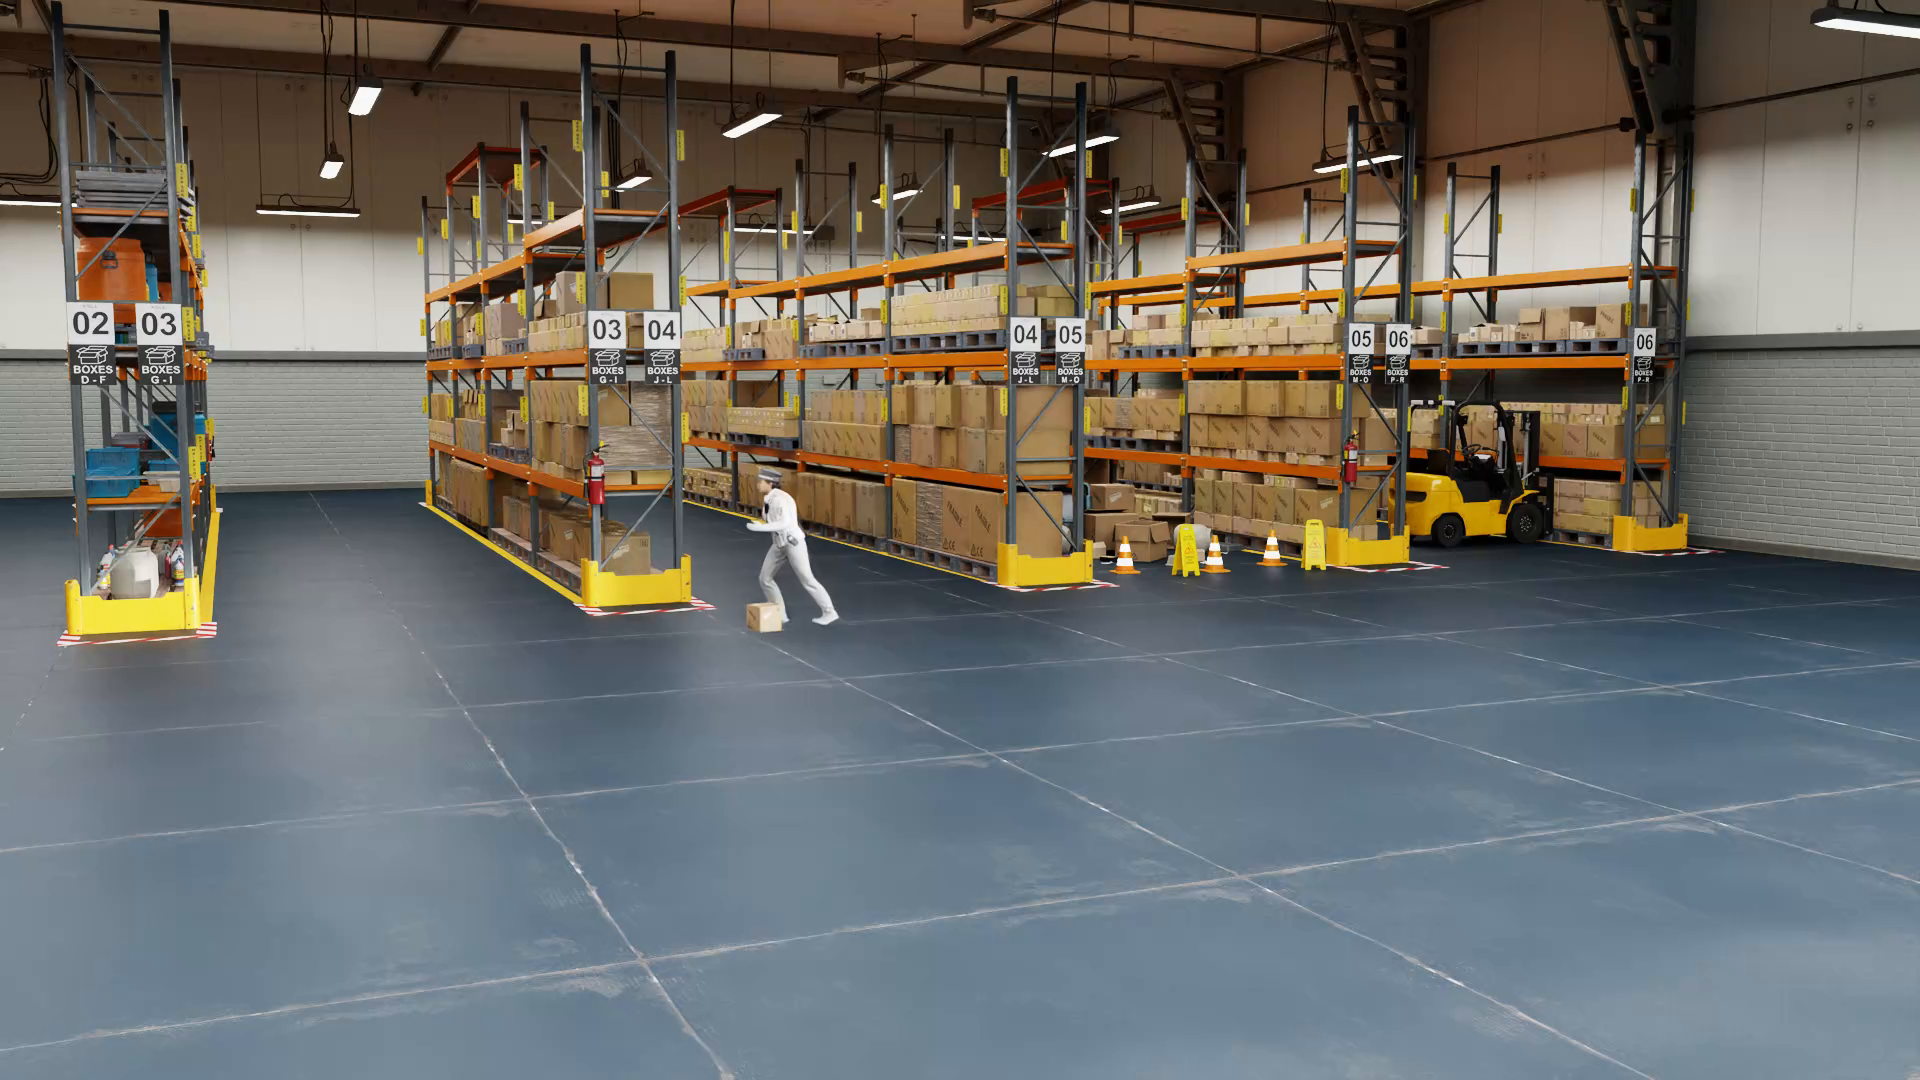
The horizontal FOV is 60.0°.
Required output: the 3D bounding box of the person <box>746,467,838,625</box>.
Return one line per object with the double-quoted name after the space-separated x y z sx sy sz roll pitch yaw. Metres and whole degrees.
-1.697 0.075 16.480 0.921 1.619 0.606 -3 6 -28 "person"
